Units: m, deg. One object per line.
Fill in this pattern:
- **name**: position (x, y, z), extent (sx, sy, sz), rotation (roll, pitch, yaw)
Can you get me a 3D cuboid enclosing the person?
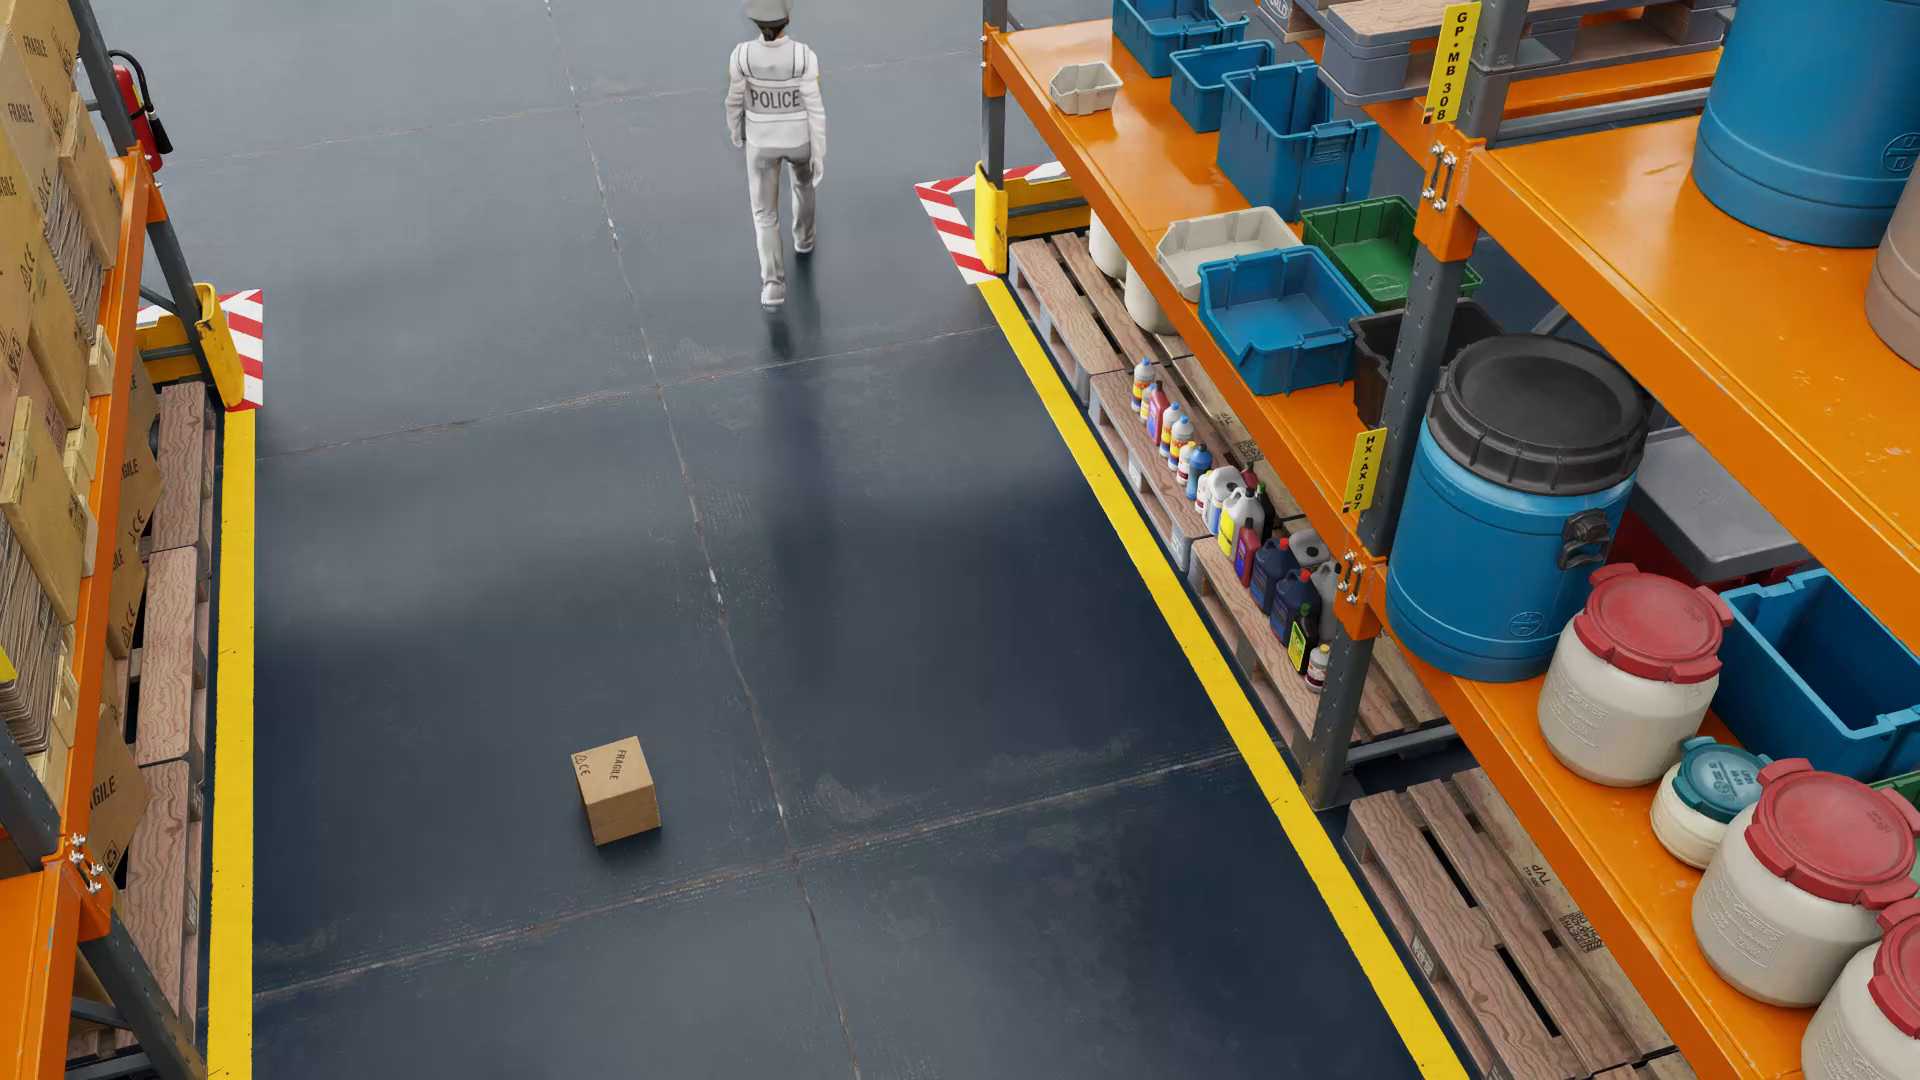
- **person**: position (-0.917, -2.019, 8.343), extent (0.490, 1.637, 0.975), rotation (-5, 43, -5)
